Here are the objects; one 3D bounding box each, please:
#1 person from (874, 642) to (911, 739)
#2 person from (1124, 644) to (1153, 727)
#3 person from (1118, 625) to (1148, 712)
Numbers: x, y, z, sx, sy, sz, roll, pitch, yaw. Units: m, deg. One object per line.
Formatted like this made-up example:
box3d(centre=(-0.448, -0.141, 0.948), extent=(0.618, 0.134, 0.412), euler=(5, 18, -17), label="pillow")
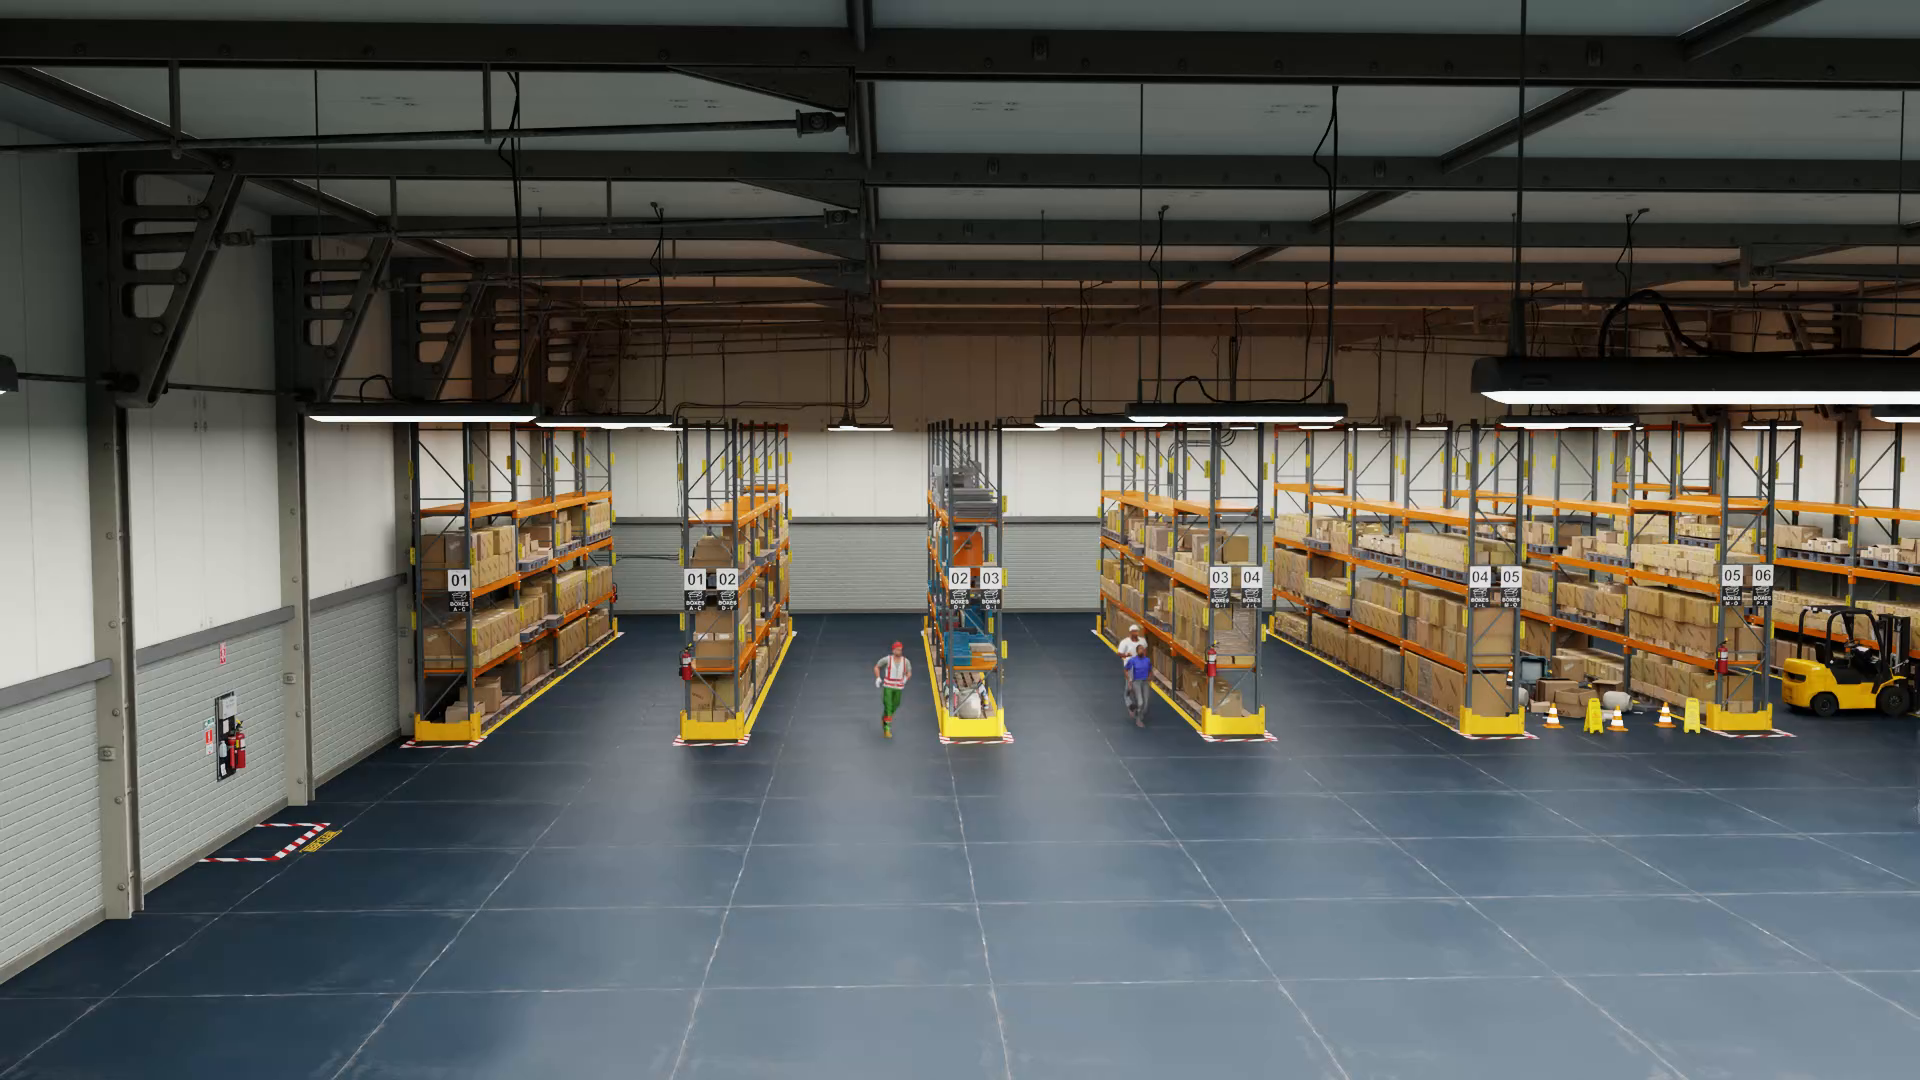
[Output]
box3d(centre=(-1.266, 2.820, 31.645), extent=(0.709, 1.768, 0.897), euler=(-1, 4, -18), label="person")
box3d(centre=(3.520, 2.852, 32.505), extent=(0.575, 1.594, 0.559), euler=(-1, 4, -14), label="person")
box3d(centre=(3.580, 2.622, 34.206), extent=(0.695, 1.771, 0.962), euler=(-1, 4, -8), label="person")
